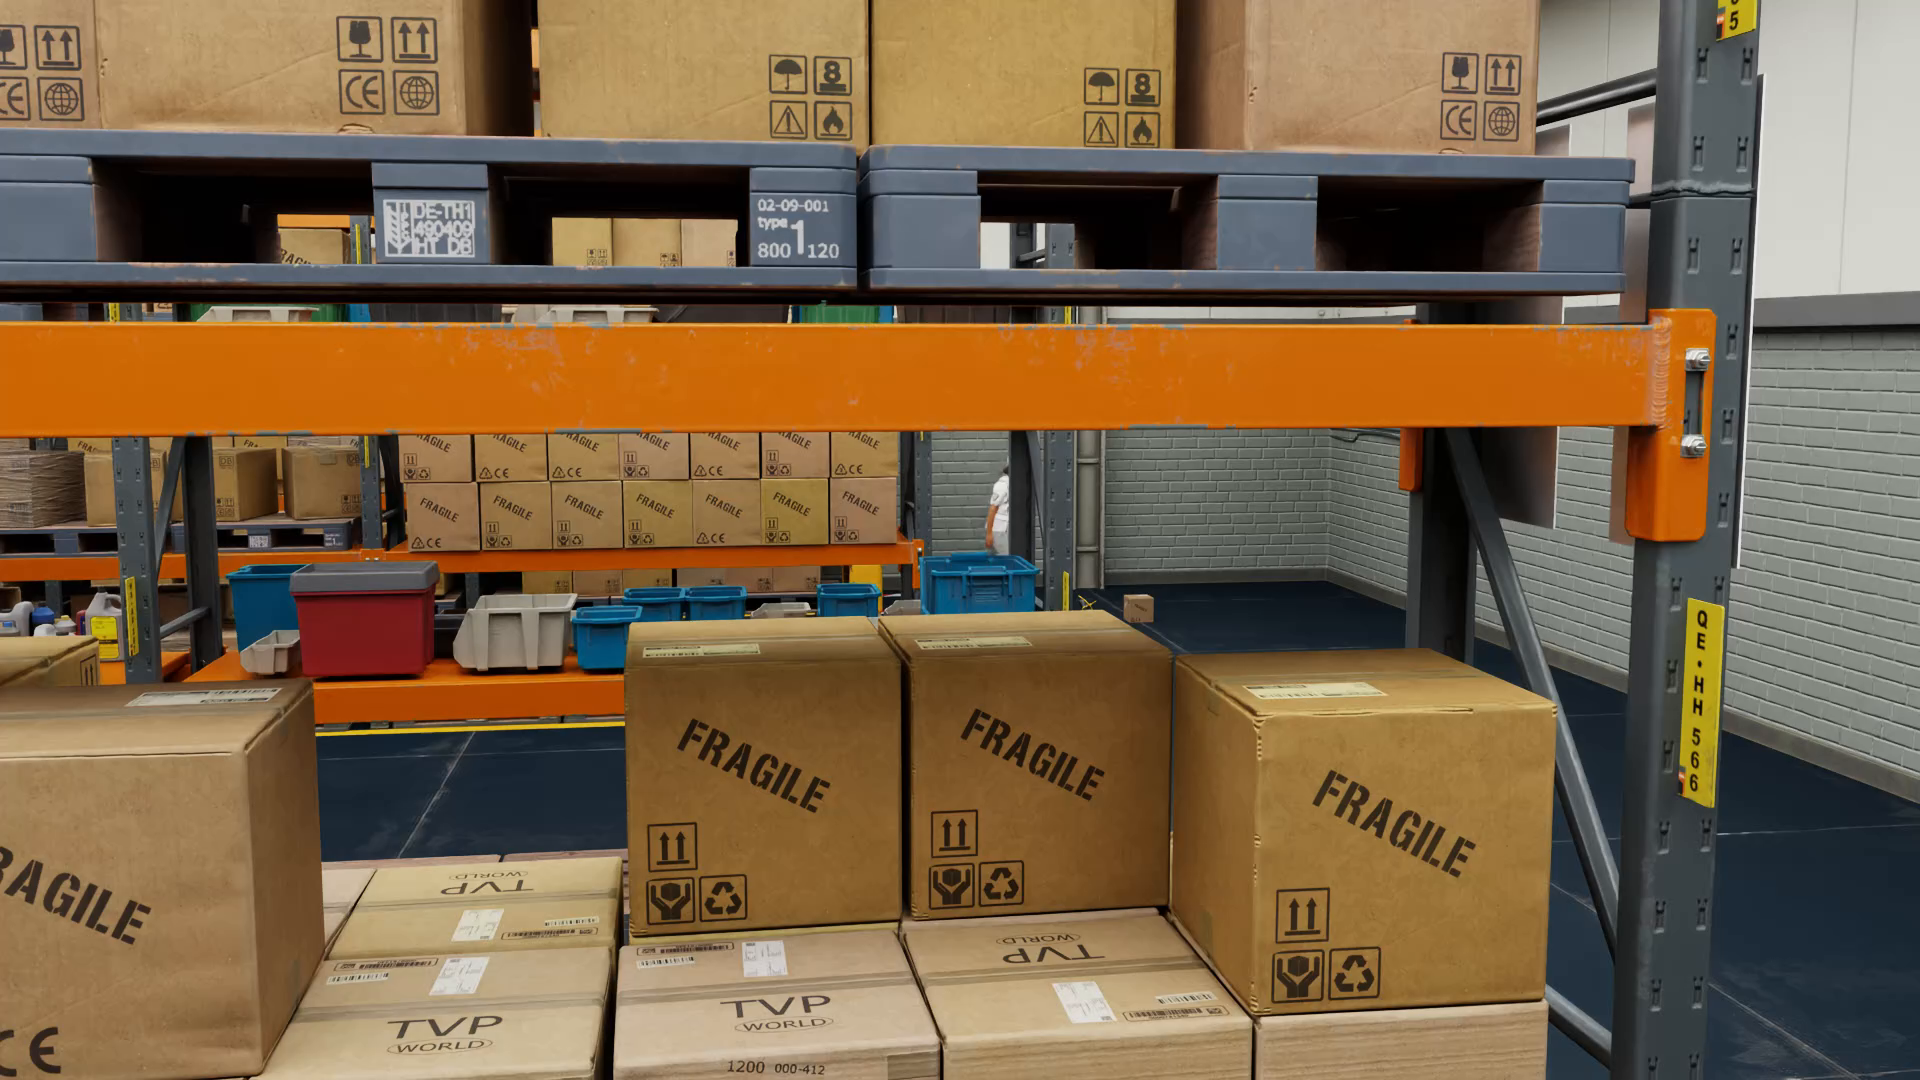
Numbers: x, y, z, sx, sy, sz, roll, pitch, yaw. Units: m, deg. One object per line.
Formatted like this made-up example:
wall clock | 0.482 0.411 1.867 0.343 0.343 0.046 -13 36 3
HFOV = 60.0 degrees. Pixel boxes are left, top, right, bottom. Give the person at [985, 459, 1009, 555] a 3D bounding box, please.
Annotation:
person | 0.490 -0.052 17.160 0.516 1.647 0.521 4 8 30
